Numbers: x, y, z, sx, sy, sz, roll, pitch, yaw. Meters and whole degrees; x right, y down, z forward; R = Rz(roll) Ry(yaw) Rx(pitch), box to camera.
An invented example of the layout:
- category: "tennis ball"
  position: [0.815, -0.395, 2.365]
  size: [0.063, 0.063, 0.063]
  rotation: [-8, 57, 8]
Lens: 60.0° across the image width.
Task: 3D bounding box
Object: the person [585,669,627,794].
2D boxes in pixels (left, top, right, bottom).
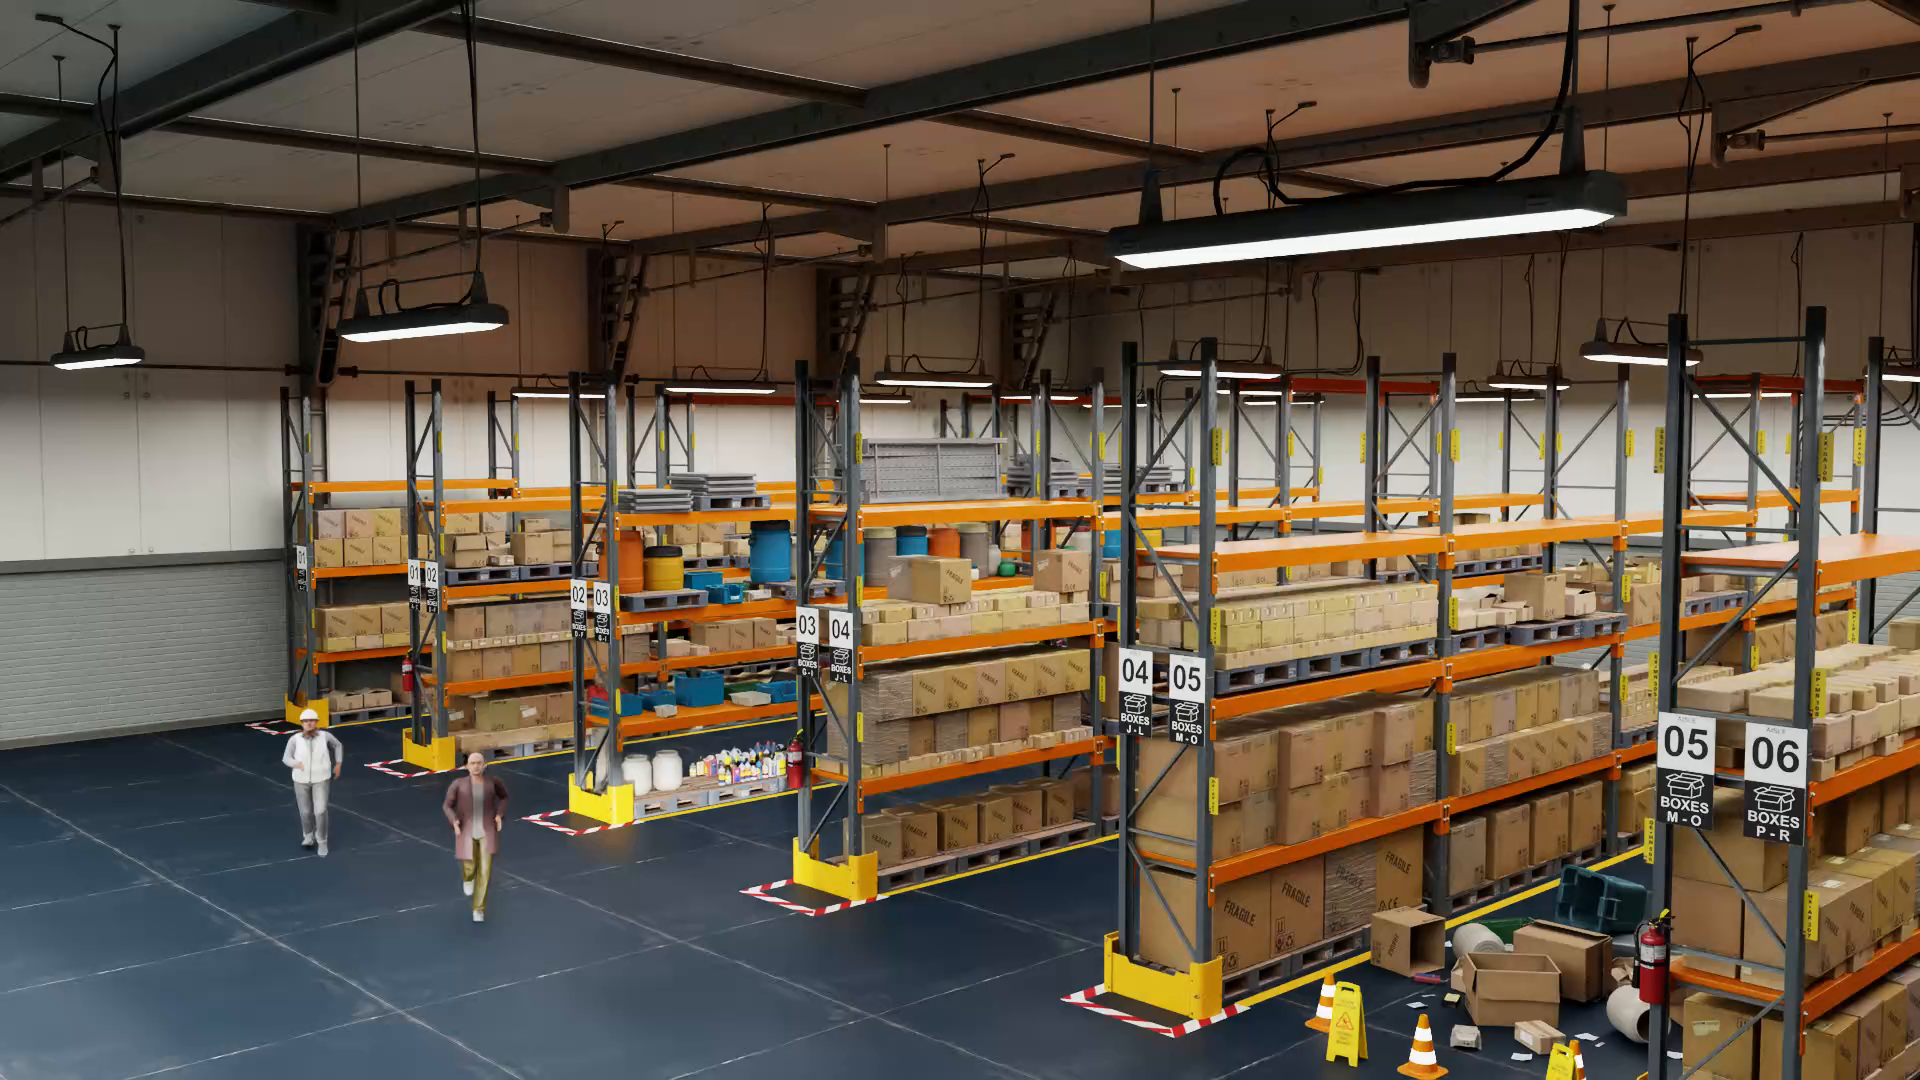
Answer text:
- category: "person"
  position: [-5.200, 2.761, 24.244]
  size: [0.641, 1.787, 0.823]
  rotation: [2, 4, 32]

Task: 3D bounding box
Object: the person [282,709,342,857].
- category: "person"
  position: [-7.963, 2.992, 20.458]
  size: [0.675, 1.850, 0.748]
  rotation: [-1, 4, -17]

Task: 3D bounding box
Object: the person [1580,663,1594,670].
- category: "person"
  position: [9.109, 2.716, 24.309]
  size: [0.648, 1.843, 0.777]
  rotation: [3, 5, 41]

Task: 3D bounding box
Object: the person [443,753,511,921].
- category: "person"
  position: [-5.181, 3.174, 17.840]
  size: [0.691, 1.709, 0.888]
  rotation: [-1, 4, -20]
